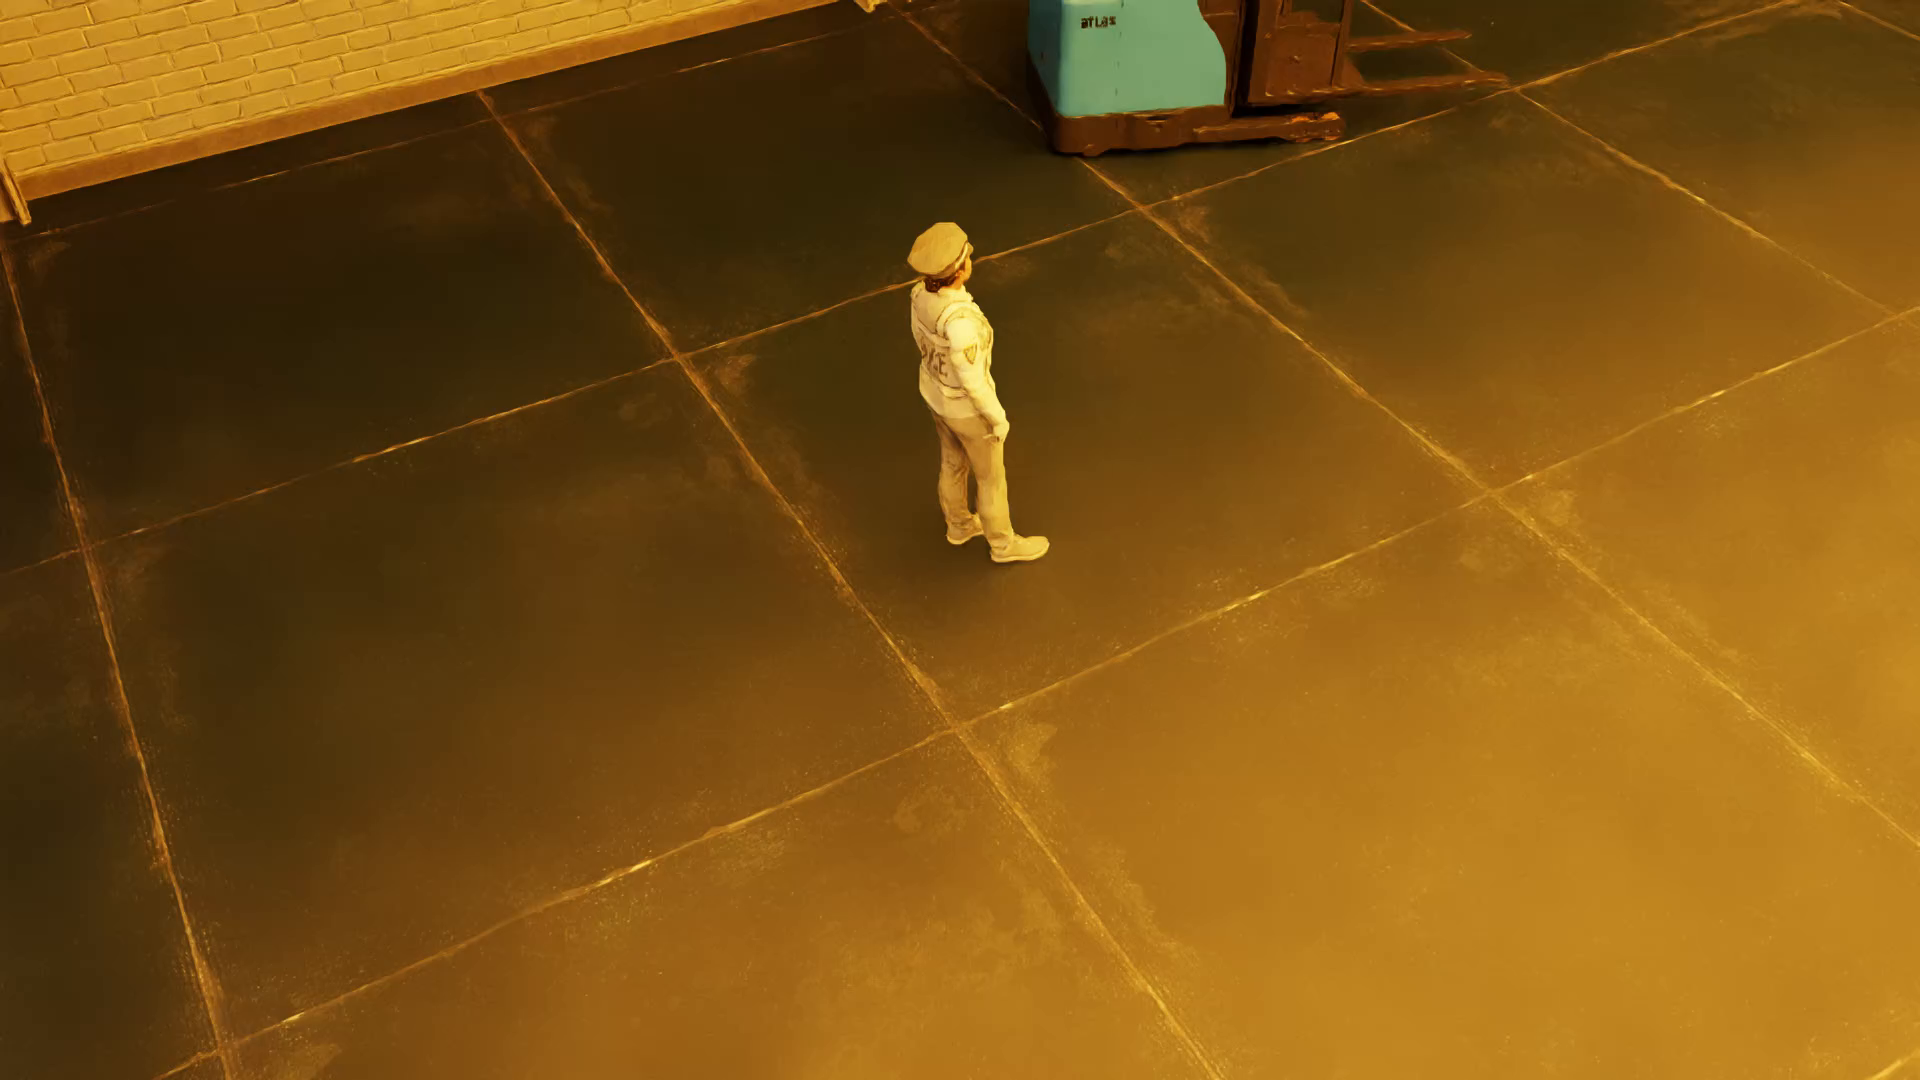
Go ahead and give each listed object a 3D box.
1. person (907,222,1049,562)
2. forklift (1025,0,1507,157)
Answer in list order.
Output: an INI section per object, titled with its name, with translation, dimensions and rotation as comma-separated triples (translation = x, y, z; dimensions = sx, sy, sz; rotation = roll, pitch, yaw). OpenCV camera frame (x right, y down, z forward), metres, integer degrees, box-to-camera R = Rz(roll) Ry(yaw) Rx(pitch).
[person]
translation = 0.062, -0.646, 7.292
dimensions = 0.533, 1.695, 0.586
rotation = -21, 47, -21
[forklift]
translation = 1.994, -3.948, 9.955
dimensions = 3.031, 2.935, 1.130
rotation = -7, 43, -7
